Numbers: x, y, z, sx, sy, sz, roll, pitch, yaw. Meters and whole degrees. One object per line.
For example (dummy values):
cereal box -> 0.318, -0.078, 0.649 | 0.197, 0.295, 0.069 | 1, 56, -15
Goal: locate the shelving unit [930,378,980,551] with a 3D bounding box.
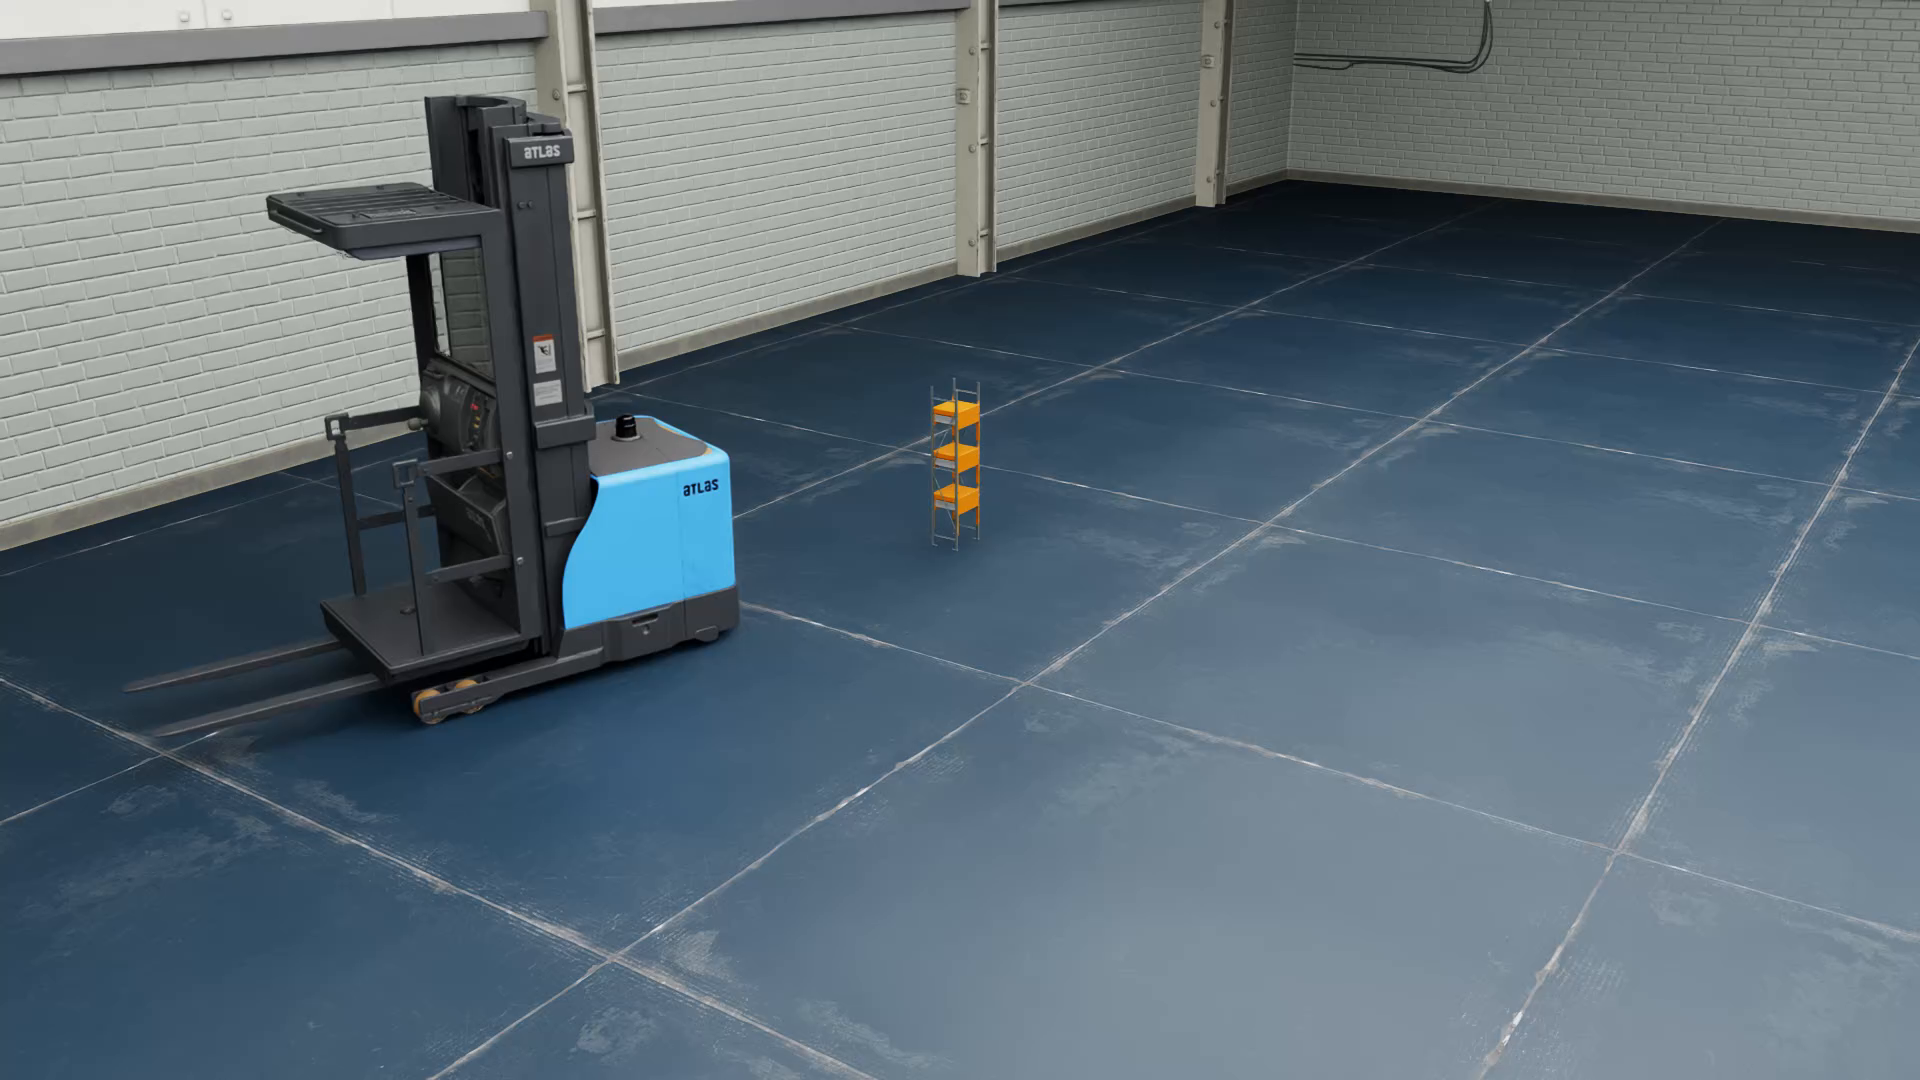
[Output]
shelving unit -> -0.030, -0.477, 10.541 | 0.215, 1.050, 0.252 | 13, 24, 32

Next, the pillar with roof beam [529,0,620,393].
pillar with roof beam -> 0.370, -4.721, 10.556 | 9.100, 9.000, 0.400 | 13, 24, 32

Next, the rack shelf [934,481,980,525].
rack shelf -> -0.030, -0.206, 10.641 | 0.215, 0.259, 0.240 | 13, 24, 32

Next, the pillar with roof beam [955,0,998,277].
pillar with roof beam -> 3.742, -6.442, 15.210 | 9.100, 9.000, 0.400 | 13, 24, 32

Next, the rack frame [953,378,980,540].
rack frame -> 0.038, -0.512, 10.636 | 0.200, 1.050, 0.008 | 13, 24, 32

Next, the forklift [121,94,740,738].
forklift -> -2.713, -0.665, 8.338 | 3.031, 2.935, 1.130 | -15, 25, -35

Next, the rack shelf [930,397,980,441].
rack shelf -> -0.030, -0.733, 10.447 | 0.215, 0.259, 0.240 | 13, 24, 32

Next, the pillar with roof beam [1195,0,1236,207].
pillar with roof beam -> 7.115, -8.164, 19.864 | 9.100, 9.000, 0.400 | 13, 24, 32

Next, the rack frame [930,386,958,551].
rack frame -> -0.099, -0.442, 10.447 | 0.200, 1.050, 0.008 | 13, 24, 32

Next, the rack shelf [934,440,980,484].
rack shelf -> -0.030, -0.467, 10.545 | 0.215, 0.259, 0.240 | 13, 24, 32

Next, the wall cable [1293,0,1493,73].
wall cable -> 6.305, -8.134, 24.260 | 3.097, 2.526, 0.112 | 13, 24, 32
